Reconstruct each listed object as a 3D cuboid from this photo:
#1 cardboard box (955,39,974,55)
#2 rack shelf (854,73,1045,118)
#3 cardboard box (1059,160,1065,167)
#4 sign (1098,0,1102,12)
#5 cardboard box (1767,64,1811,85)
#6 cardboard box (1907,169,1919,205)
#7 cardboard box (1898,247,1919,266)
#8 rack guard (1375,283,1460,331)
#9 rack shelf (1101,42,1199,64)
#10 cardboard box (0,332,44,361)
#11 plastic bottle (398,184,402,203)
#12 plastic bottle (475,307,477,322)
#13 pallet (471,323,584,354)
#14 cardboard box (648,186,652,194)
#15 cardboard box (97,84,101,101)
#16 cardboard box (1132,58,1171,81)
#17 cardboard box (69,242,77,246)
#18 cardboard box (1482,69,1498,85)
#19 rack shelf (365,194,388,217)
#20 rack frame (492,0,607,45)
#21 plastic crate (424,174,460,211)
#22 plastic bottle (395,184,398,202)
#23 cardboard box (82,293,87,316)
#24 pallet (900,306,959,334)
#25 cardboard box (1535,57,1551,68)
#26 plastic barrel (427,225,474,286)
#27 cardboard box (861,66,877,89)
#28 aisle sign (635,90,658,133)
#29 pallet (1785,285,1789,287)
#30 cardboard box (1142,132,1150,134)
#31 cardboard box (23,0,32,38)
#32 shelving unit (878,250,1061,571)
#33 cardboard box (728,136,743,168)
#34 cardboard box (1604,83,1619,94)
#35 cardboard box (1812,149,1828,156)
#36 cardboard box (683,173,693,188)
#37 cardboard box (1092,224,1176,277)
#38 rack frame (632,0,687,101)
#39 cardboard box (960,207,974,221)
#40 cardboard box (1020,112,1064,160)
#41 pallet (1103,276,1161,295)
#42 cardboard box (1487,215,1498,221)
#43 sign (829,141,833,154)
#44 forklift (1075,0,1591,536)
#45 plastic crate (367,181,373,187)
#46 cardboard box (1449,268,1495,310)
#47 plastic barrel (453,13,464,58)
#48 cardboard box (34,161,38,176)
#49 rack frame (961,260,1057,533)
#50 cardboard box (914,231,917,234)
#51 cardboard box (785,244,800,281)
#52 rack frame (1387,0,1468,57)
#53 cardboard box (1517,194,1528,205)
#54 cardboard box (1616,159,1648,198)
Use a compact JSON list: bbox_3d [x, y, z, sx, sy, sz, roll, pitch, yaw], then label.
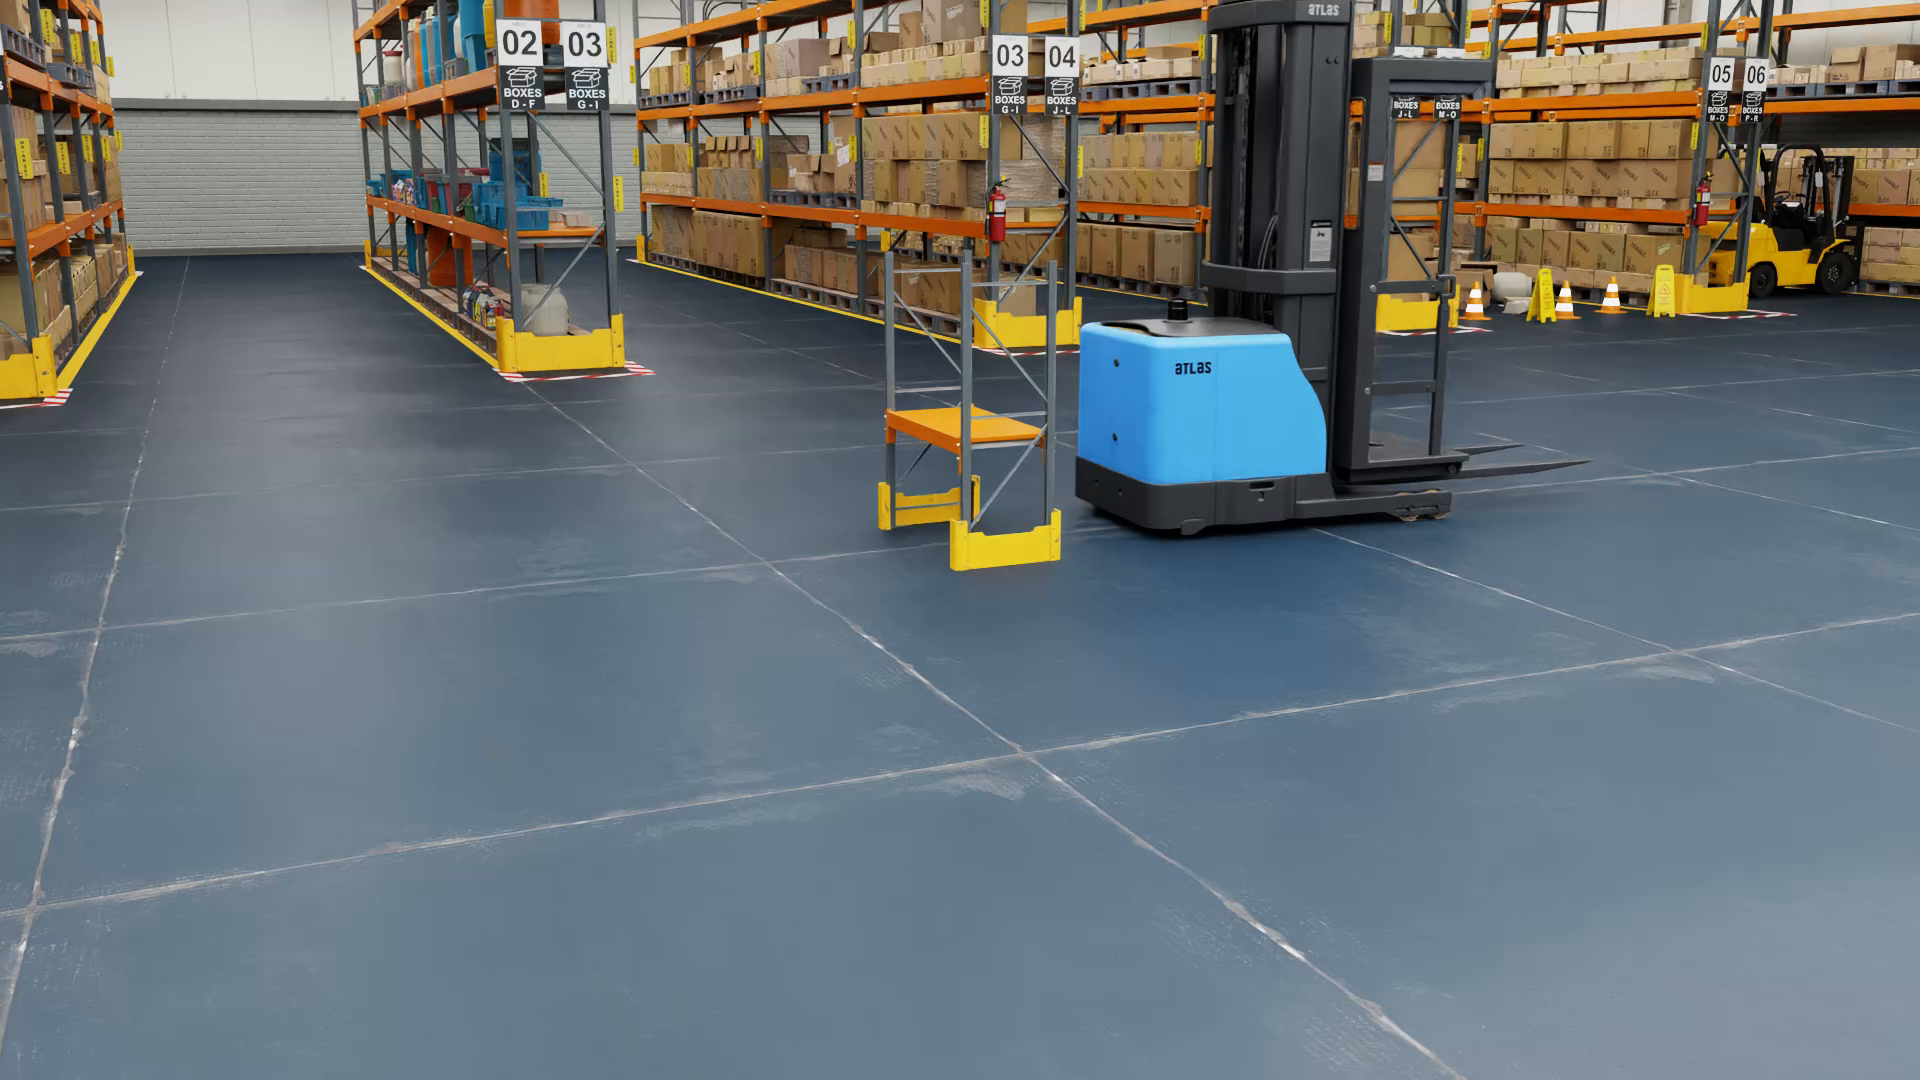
[{"bbox_3d":[0.164,-5.287,17.856,0.380,0.149,0.250,-6,14,-25],"label":"cardboard box"},{"bbox_3d":[-0.033,-5.088,19.145,1.077,0.370,4.000,-6,14,-23],"label":"rack shelf"},{"bbox_3d":[1.532,-6.076,26.776,0.380,0.149,0.250,-6,14,-25],"label":"cardboard box"},{"bbox_3d":[2.928,-11.171,34.756,0.100,0.325,0.005,-6,14,-23],"label":"sign"},{"bbox_3d":[12.902,-7.212,25.770,0.500,0.311,0.500,-5,14,-22],"label":"cardboard box"},{"bbox_3d":[13.957,-5.035,23.750,0.500,0.500,0.500,-6,14,-24],"label":"cardboard box"},{"bbox_3d":[13.913,-4.089,23.943,0.500,0.250,0.500,-6,14,-24],"label":"cardboard box"},{"bbox_3d":[5.362,-2.768,19.722,1.175,0.500,0.348,-6,14,-23],"label":"rack guard"},{"bbox_3d":[4.240,-9.729,33.431,1.077,0.370,4.000,-6,14,-23],"label":"rack shelf"},{"bbox_3d":[-8.322,-1.666,14.582,0.500,0.250,0.500,-6,14,-23],"label":"cardboard box"},{"bbox_3d":[-8.370,-5.214,25.021,0.152,0.276,0.135,-6,14,-23],"label":"plastic bottle"},{"bbox_3d":[-5.262,-2.490,18.207,0.097,0.201,0.097,0,13,0],"label":"plastic bottle"},{"bbox_3d":[-4.649,-2.190,17.862,1.003,0.211,1.213,-6,14,-23],"label":"pallet"},{"bbox_3d":[-5.595,-6.538,31.025,0.380,0.149,0.250,-6,14,-24],"label":"cardboard box"},{"bbox_3d":[-13.282,-6.764,25.123,0.500,0.250,0.500,-6,14,-23],"label":"cardboard box"},{"bbox_3d":[2.847,-6.831,24.125,0.500,0.311,0.500,-6,14,-25],"label":"cardboard box"},{"bbox_3d":[-13.606,-4.238,25.096,0.500,0.500,0.500,-6,14,-23],"label":"cardboard box"},{"bbox_3d":[7.879,-6.986,25.151,0.500,0.250,0.500,-6,14,-24],"label":"cardboard box"},{"bbox_3d":[-9.379,-5.659,28.262,1.077,0.370,4.000,-6,14,-23],"label":"rack shelf"},{"bbox_3d":[-3.771,-6.039,15.007,1.000,3.000,0.127,-6,14,-23],"label":"rack frame"},{"bbox_3d":[-6.608,-4.439,21.256,0.402,0.464,0.583,-6,14,-23],"label":"plastic crate"},{"bbox_3d":[-8.573,-5.301,25.407,0.097,0.271,0.097,0,13,0],"label":"plastic bottle"},{"bbox_3d":[-10.261,-2.680,18.962,0.500,0.250,0.500,-6,14,-25],"label":"cardboard box"},{"bbox_3d":[-0.041,-2.644,19.825,1.003,0.211,1.213,-6,14,-23],"label":"pallet"},{"bbox_3d":[8.382,-6.755,23.541,0.380,0.149,0.250,-6,14,-23],"label":"cardboard box"},{"bbox_3d":[-7.187,-4.016,23.452,0.600,0.830,0.708,-6,14,-23],"label":"plastic barrel"},{"bbox_3d":[-0.889,-5.663,20.364,0.500,0.250,0.500,-6,14,-25],"label":"cardboard box"},{"bbox_3d":[-5.945,-8.124,31.553,0.394,0.787,0.004,-6,14,-23],"label":"aisle sign"},{"bbox_3d":[13.072,-4.208,26.583,1.003,0.211,1.213,-6,14,-23],"label":"pallet"},{"bbox_3d":[3.910,-8.194,33.744,0.380,0.149,0.250,-6,14,-24],"label":"cardboard box"},{"bbox_3d":[-10.373,-5.701,17.936,0.500,0.500,0.500,-4,14,-18],"label":"cardboard box"},{"bbox_3d":[0.031,-0.715,8.633,0.587,1.500,1.083,-6,14,-23],"label":"shelving unit"},{"bbox_3d":[-3.248,-6.180,26.471,0.797,0.503,0.637,-5,14,-21],"label":"cardboard box"},{"bbox_3d":[8.961,-6.114,22.537,0.380,0.149,0.250,-6,14,-25],"label":"cardboard box"},{"bbox_3d":[13.237,-5.893,25.358,0.380,0.149,0.250,-6,14,-23],"label":"cardboard box"},{"bbox_3d":[-4.457,-6.183,28.603,0.500,0.250,0.500,-6,14,-24],"label":"cardboard box"},{"bbox_3d":[2.663,-4.438,25.452,1.050,0.750,0.750,-5,14,-22],"label":"cardboard box"},{"bbox_3d":[-5.641,-9.792,31.223,1.000,3.000,0.127,-6,14,-23],"label":"rack frame"},{"bbox_3d":[0.217,-3.581,18.245,0.380,0.149,0.250,-6,14,-23],"label":"cardboard box"},{"bbox_3d":[0.797,-4.383,18.056,0.500,0.500,0.500,-6,14,-23],"label":"cardboard box"},{"bbox_3d":[2.880,-3.864,25.097,1.003,0.211,1.213,-6,14,-23],"label":"pallet"},{"bbox_3d":[10.254,-6.219,32.264,0.380,0.149,0.250,-6,14,-26],"label":"cardboard box"},{"bbox_3d":[-1.943,-5.793,24.856,0.100,0.325,0.005,-6,14,-23],"label":"sign"},{"bbox_3d":[2.240,-1.636,9.439,3.031,2.935,1.130,-5,14,-20],"label":"forklift"},{"bbox_3d":[-10.119,-6.153,29.042,0.416,0.233,0.300,-6,14,-23],"label":"plastic crate"},{"bbox_3d":[6.825,-3.377,22.345,0.637,0.503,0.797,6,14,26],"label":"cardboard box"},{"bbox_3d":[-5.380,-5.557,18.395,0.421,0.512,0.421,0,13,0],"label":"plastic barrel"},{"bbox_3d":[-9.202,-3.614,16.172,0.380,0.149,0.250,-6,14,-23],"label":"cardboard box"},{"bbox_3d":[0.238,-0.608,8.171,0.500,1.500,0.032,-6,14,-23],"label":"rack frame"},{"bbox_3d":[-0.676,-6.052,32.437,0.380,0.149,0.250,-5,14,-21],"label":"cardboard box"},{"bbox_3d":[-2.150,-4.077,24.400,0.700,0.500,0.500,-6,15,-26],"label":"cardboard box"},{"bbox_3d":[5.353,-6.914,18.785,1.000,3.000,0.127,-6,14,-23],"label":"rack frame"},{"bbox_3d":[8.361,-4.969,24.246,0.380,0.149,0.250,-6,14,-23],"label":"cardboard box"},{"bbox_3d":[9.182,-4.844,22.265,0.500,0.500,0.500,-6,14,-23],"label":"cardboard box"}]
